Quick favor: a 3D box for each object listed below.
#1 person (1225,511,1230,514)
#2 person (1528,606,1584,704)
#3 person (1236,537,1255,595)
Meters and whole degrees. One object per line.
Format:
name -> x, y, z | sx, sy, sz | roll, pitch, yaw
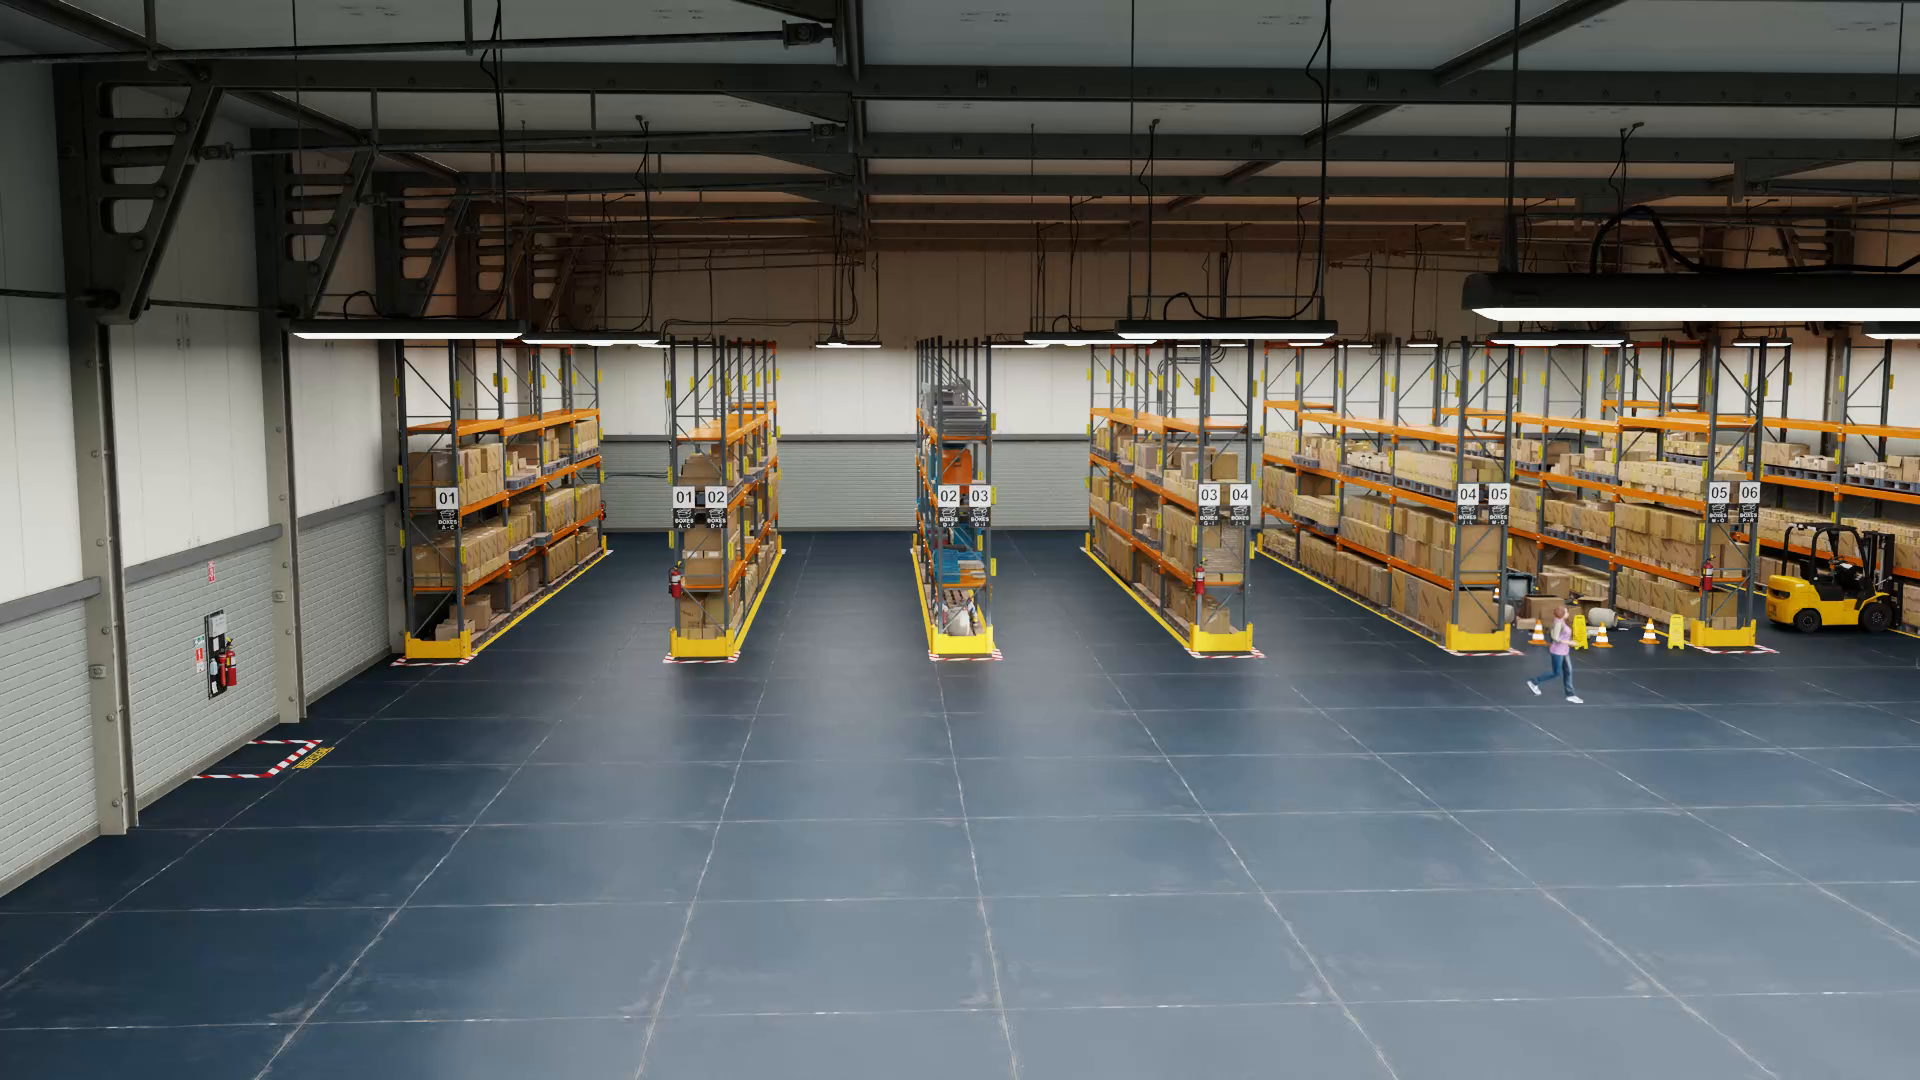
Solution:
person -> 7.349, -0.521, 47.378 | 0.720, 1.787, 0.673 | 3, 7, 24
person -> 9.733, 1.858, 27.097 | 0.884, 1.579, 0.545 | 4, 8, 31
person -> 6.643, 0.480, 38.982 | 0.545, 1.644, 0.657 | -2, 7, -14
